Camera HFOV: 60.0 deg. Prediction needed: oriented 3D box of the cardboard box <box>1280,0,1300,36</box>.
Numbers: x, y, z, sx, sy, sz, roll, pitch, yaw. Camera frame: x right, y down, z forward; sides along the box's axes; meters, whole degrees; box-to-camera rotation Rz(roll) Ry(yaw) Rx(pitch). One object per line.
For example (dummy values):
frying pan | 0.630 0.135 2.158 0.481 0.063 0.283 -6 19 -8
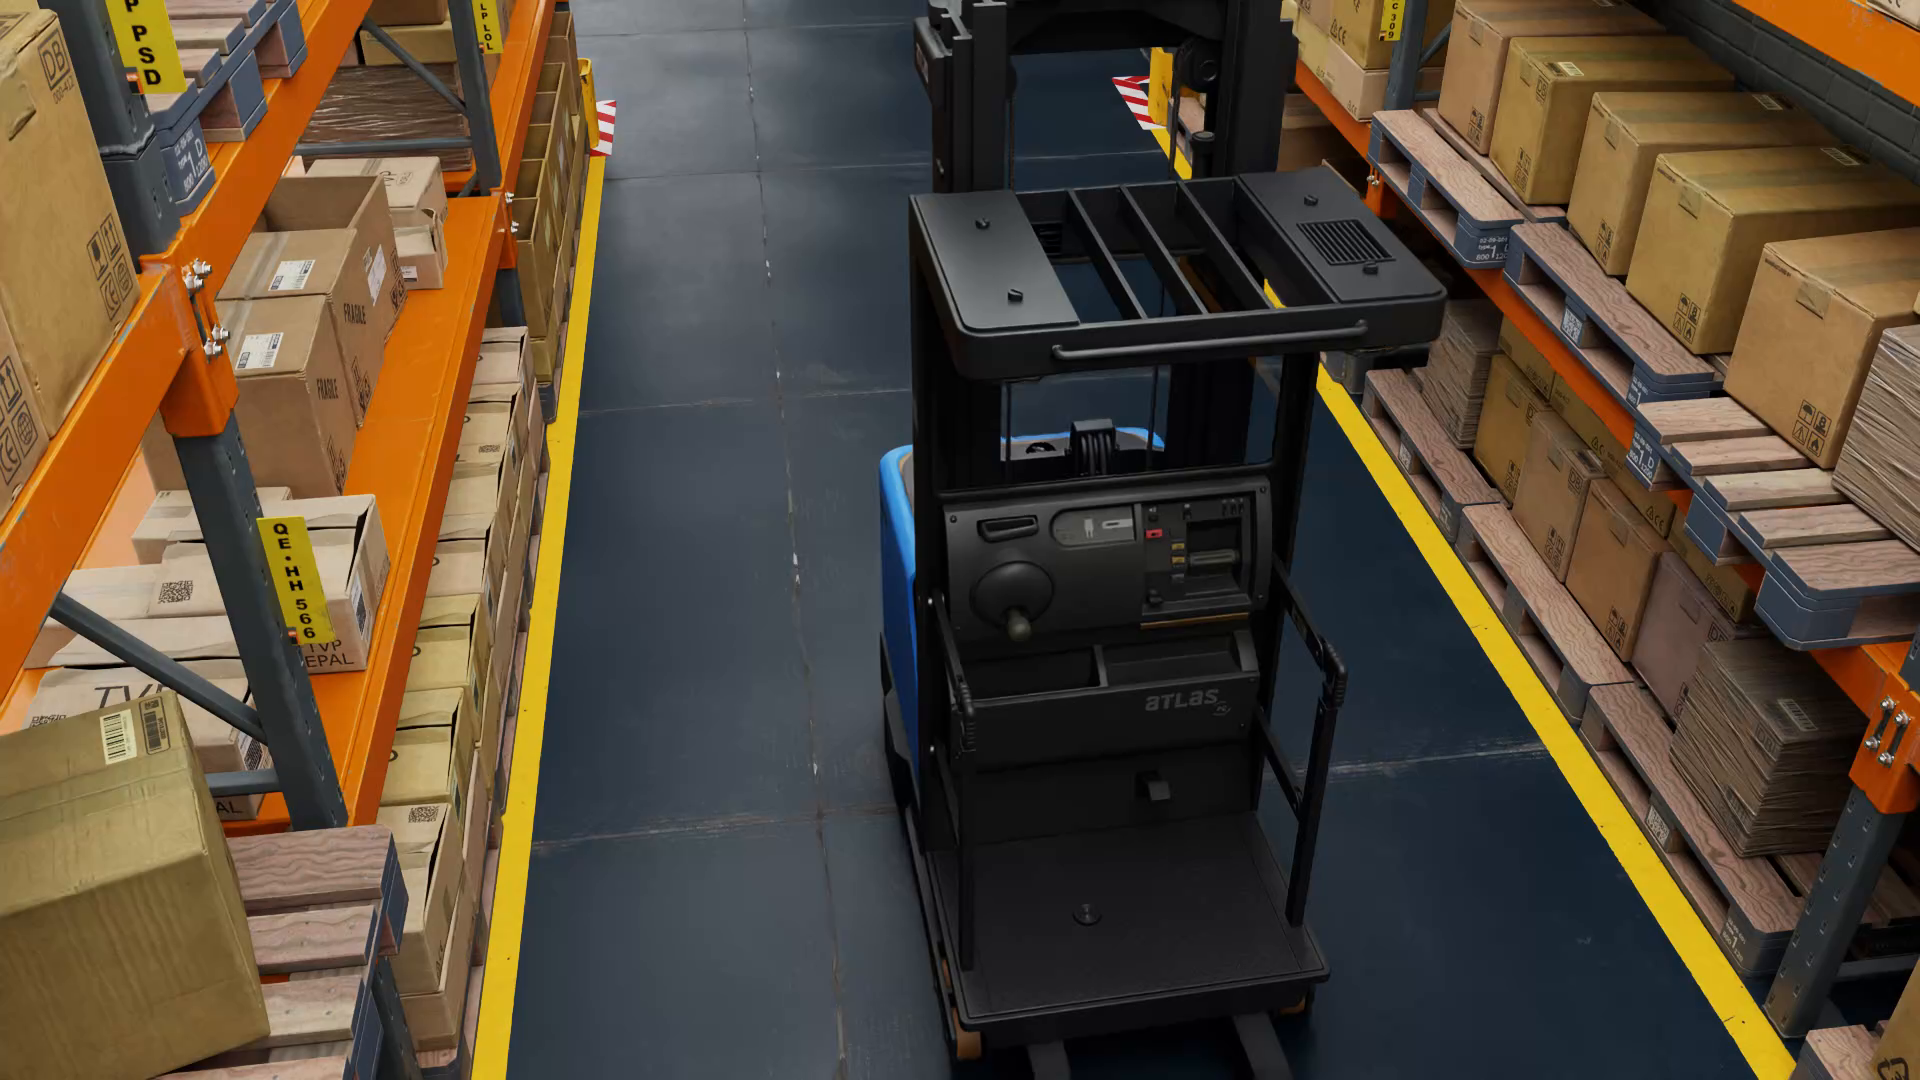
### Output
cardboard box | 1.930 -2.775 8.773 0.500 0.250 0.500 -5 35 -7

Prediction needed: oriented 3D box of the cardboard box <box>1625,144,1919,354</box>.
cardboard box | 2.711 -0.975 5.538 0.700 0.500 0.500 -4 35 -6

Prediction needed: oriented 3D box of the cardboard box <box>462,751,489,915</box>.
cardboard box | -1.782 0.948 5.264 0.500 0.250 0.500 -5 35 -8

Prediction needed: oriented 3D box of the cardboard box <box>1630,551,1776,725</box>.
cardboard box | 2.871 0.360 5.887 0.700 0.500 0.500 -4 35 -6

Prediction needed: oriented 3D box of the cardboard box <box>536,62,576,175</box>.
cardboard box | -2.494 -2.397 9.507 0.500 0.500 0.500 -4 35 -6

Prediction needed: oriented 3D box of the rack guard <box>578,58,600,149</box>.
rack guard | -3.013 -2.864 11.009 1.175 0.500 0.348 -4 35 -6

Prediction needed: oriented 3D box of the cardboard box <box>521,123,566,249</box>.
cardboard box | -2.359 -1.839 8.688 0.500 0.500 0.500 -4 35 -6

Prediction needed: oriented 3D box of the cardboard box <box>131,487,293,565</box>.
cardboard box | -2.161 -0.023 4.843 0.380 0.149 0.250 -2 34 -3

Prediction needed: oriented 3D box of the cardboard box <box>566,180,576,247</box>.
cardboard box | -2.432 -1.808 9.308 0.500 0.250 0.500 -4 35 -6

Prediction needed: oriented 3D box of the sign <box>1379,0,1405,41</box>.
sign | 1.899 -2.341 7.253 0.100 0.325 0.005 -4 35 -6

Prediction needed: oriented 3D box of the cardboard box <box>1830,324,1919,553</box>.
cardboard box | 2.901 -0.281 4.520 0.700 0.500 0.500 -8 35 -12

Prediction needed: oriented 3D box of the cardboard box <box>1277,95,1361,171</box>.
cardboard box | 2.028 -2.286 9.769 0.700 0.500 0.500 -6 35 -9

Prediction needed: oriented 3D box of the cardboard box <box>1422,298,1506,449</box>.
cardboard box | 2.552 -0.768 7.543 0.700 0.500 0.500 -3 34 -5

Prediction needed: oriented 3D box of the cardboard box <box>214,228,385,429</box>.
cardboard box | -2.247 -0.690 5.510 0.500 0.500 0.500 -4 35 -6

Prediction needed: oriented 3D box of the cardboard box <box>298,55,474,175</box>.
cardboard box | -2.538 -1.940 7.345 0.700 0.500 0.500 -5 35 -8

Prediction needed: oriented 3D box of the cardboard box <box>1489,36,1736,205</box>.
cardboard box | 2.539 -1.653 6.533 0.700 0.500 0.500 -1 34 -1

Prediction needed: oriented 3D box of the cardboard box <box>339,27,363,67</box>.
cardboard box | -2.721 -2.097 6.998 0.380 0.149 0.250 -4 35 -6

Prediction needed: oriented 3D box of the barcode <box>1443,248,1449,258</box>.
barcode | 2.619 -1.559 8.952 0.001 0.075 0.075 -4 35 -6

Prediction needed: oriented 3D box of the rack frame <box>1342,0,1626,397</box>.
rack frame | 2.436 -2.029 7.564 1.000 3.000 0.127 -4 35 -6

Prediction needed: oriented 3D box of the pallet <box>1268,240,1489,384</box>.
pallet | 2.311 -1.249 8.895 1.003 0.211 1.213 -4 35 -6

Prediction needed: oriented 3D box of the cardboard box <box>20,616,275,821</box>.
cardboard box | -1.940 0.411 4.062 0.500 0.311 0.500 -2 34 -3

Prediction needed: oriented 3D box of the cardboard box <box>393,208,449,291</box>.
cardboard box | -2.172 -1.119 6.348 0.396 0.266 0.258 -5 35 -8

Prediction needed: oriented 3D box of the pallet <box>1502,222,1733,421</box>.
pallet | 2.667 -0.819 5.959 1.003 0.211 1.213 -4 35 -6

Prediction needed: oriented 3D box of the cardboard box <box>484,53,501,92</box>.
cardboard box | -2.679 -2.514 8.187 0.700 0.500 0.500 -4 34 -6

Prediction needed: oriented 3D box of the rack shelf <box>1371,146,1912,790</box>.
rack shelf | 2.705 -0.616 6.129 1.077 0.370 4.000 -4 35 -6

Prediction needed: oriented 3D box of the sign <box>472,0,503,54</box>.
sign | -1.936 -2.144 6.775 0.100 0.325 0.005 -4 35 -6

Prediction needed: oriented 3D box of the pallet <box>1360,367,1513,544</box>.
pallet | 2.542 -0.442 7.712 1.003 0.211 1.213 -4 35 -6

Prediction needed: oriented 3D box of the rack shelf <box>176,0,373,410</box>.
rack shelf | -2.203 -1.478 4.730 1.077 0.370 4.000 -4 35 -6

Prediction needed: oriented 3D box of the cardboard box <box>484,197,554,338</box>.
cardboard box | -2.224 -1.281 7.869 0.500 0.500 0.500 -4 35 -6

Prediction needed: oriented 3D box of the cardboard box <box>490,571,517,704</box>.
cardboard box | -1.927 0.372 6.109 0.500 0.250 0.500 -4 34 -5

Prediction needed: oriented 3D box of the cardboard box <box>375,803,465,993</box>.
cardboard box | -1.714 0.997 4.694 0.500 0.311 0.500 -3 34 -5

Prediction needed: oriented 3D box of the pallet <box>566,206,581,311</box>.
pallet | -2.705 -1.629 9.452 1.003 0.211 1.213 -4 35 -6

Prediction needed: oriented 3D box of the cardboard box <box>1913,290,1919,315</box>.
cardboard box | 2.840 -0.657 4.495 0.380 0.149 0.250 -10 36 -14

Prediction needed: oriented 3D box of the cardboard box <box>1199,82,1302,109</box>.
cardboard box | 1.902 -2.939 10.896 0.500 0.311 0.500 -8 35 -12

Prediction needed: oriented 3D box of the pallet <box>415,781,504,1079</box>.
pallet | -2.006 1.270 5.198 1.003 0.211 1.213 -4 35 -6

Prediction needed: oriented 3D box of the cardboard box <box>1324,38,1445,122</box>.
cardboard box | 2.072 -2.217 7.954 0.500 0.250 0.500 -4 35 -6

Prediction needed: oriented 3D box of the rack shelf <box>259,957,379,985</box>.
rack shelf | -1.665 1.994 2.300 1.077 0.370 4.000 -4 35 -6

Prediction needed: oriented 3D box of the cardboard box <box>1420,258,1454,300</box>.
cardboard box | 2.334 -1.336 8.672 0.380 0.166 0.250 -9 35 -13

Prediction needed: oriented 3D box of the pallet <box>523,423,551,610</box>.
pallet | -2.334 -0.091 7.196 1.003 0.211 1.213 -4 35 -6

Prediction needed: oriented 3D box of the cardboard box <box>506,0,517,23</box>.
cardboard box | -2.823 -3.093 9.037 0.700 0.500 0.500 -4 34 -6

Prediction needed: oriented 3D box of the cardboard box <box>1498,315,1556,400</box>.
cardboard box | 2.614 -0.833 6.971 0.500 0.250 0.500 -5 35 -7

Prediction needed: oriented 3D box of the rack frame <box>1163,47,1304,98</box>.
rack frame | 1.898 -4.261 10.839 1.000 3.000 0.127 -4 35 -6

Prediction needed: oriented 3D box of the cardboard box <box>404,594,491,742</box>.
cardboard box | -1.859 0.420 5.541 0.500 0.311 0.500 -5 35 -8

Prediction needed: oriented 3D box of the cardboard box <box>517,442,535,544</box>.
cardboard box | -2.063 -0.197 6.944 0.500 0.250 0.500 -5 35 -7

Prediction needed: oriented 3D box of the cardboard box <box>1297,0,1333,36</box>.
cardboard box | 1.993 -2.804 8.150 0.500 0.500 0.500 -5 35 -7

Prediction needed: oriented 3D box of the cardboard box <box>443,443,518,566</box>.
cardboard box | -1.993 -0.148 6.374 0.500 0.311 0.500 -4 35 -7

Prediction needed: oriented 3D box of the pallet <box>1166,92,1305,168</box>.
pallet | 1.983 -2.610 10.893 1.003 0.211 1.213 -4 35 -6

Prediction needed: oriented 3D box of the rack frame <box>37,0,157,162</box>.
rack frame | -1.934 -1.899 2.045 1.000 3.000 0.127 -4 35 -6

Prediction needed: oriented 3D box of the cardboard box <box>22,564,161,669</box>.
cardboard box | -2.329 0.203 4.511 0.380 0.149 0.250 -4 35 -6

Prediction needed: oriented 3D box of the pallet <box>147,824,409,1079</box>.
pallet | -1.773 1.033 3.241 1.213 0.211 1.003 -4 35 -6

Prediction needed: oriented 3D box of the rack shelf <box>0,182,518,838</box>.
rack shelf | -2.203 -0.238 5.575 1.077 0.370 4.000 -4 35 -6

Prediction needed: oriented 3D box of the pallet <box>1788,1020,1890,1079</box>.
pallet | 3.005 1.801 4.420 1.003 0.211 1.213 -4 35 -6

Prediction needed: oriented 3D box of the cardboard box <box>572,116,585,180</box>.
cardboard box | -2.566 -2.366 10.127 0.500 0.250 0.500 -4 35 -6

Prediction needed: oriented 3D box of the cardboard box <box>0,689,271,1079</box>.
cardboard box | -1.738 0.708 3.085 0.700 0.500 0.500 -16 37 -22

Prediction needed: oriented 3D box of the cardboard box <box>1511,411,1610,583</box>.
cardboard box | 2.699 -0.196 6.703 0.700 0.500 0.500 -4 34 -6

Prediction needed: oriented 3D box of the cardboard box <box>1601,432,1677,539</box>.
cardboard box | 2.737 -0.263 6.135 0.500 0.250 0.500 -5 35 -7

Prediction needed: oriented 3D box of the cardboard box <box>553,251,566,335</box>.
cardboard box | -2.296 -1.250 8.490 0.500 0.250 0.500 -4 35 -6

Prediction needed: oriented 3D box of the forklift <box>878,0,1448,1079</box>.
forklift | 0.459 0.119 4.473 1.130 2.935 3.031 -6 35 -8

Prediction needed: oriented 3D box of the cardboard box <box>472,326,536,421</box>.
cardboard box | -2.134 -0.716 7.208 0.500 0.311 0.500 -4 35 -6

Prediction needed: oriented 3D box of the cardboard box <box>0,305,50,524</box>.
cardboard box | -1.773 -0.175 2.091 0.910 0.500 0.500 -4 35 -6
